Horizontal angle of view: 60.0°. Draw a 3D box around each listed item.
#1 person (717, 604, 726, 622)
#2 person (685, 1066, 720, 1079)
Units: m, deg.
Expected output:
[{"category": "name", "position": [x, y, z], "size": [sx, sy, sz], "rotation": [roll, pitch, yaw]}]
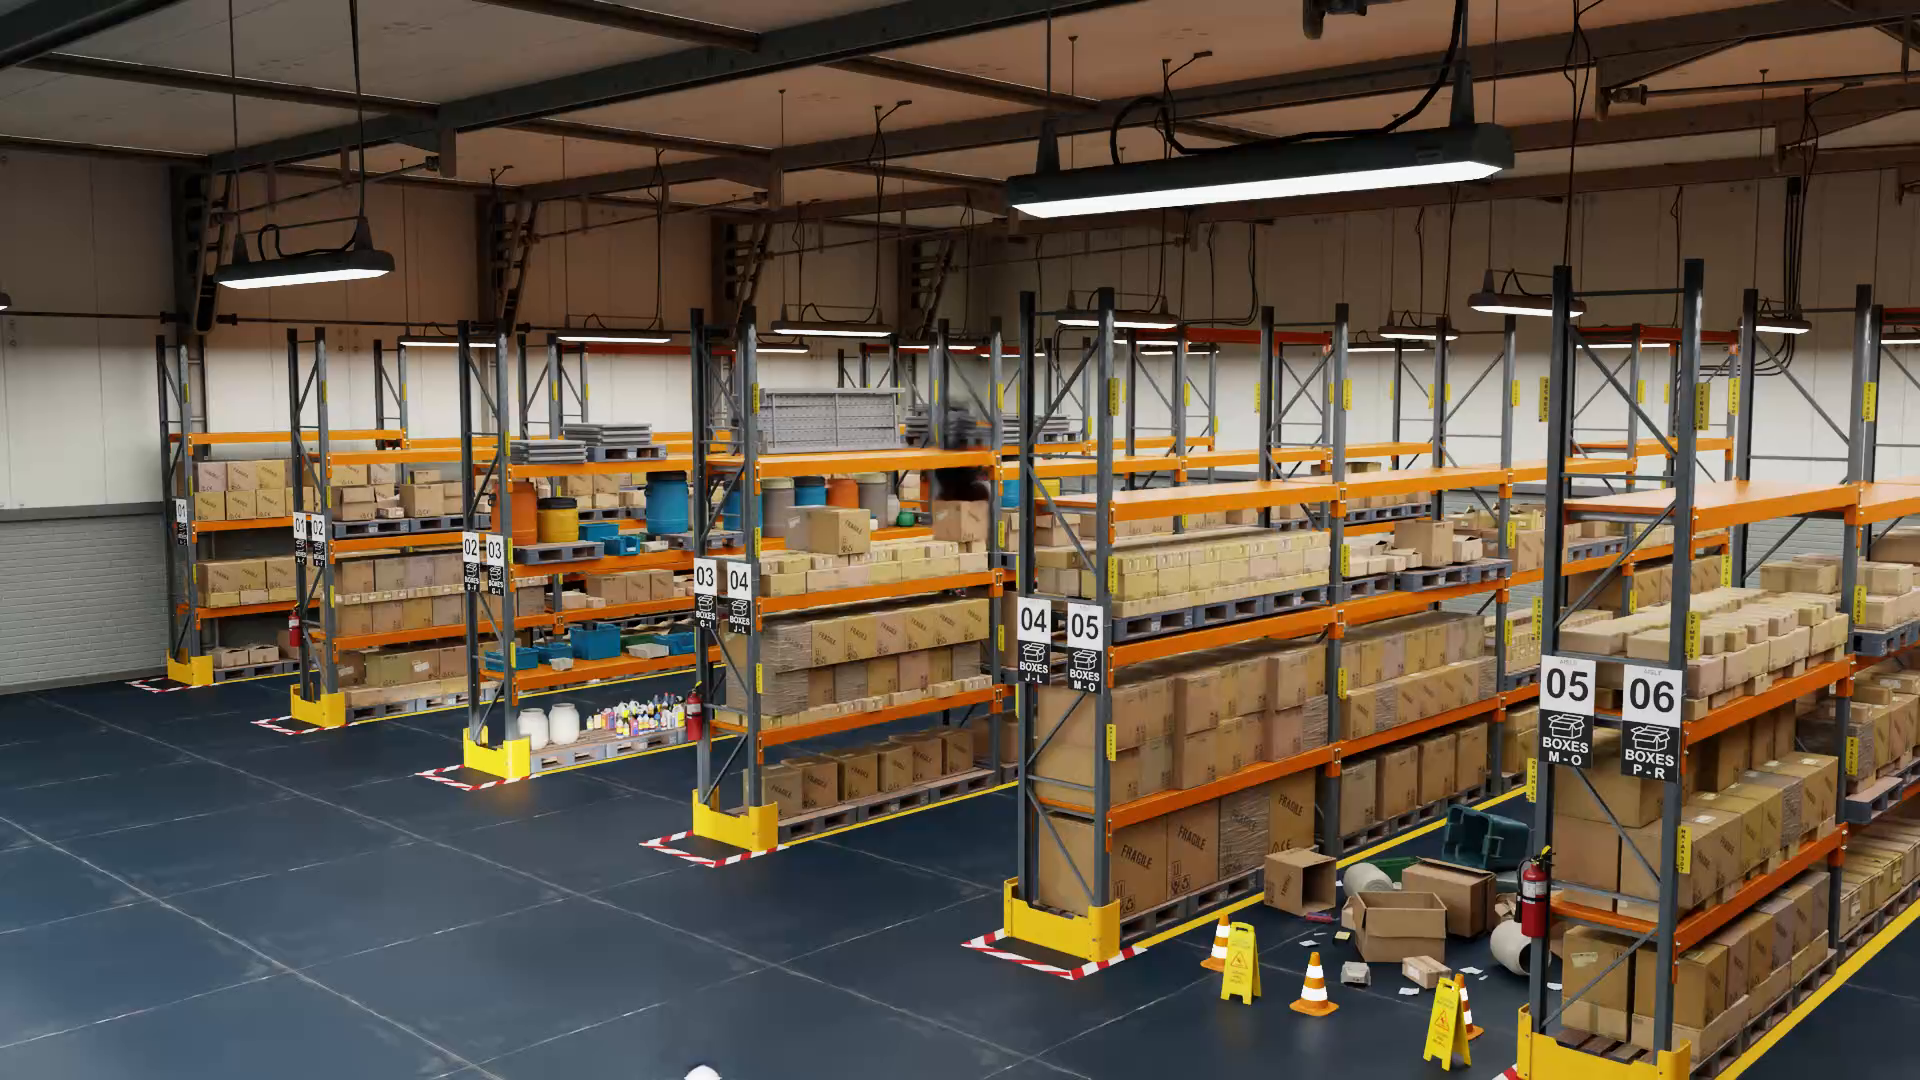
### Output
[{"category": "person", "position": [-4.803, 1.132, 33.486], "size": [0.677, 1.846, 0.866], "rotation": [4, 7, 39]}, {"category": "person", "position": [-1.292, 3.512, 8.385], "size": [0.699, 1.768, 0.924], "rotation": [-1, 5, -7]}]
